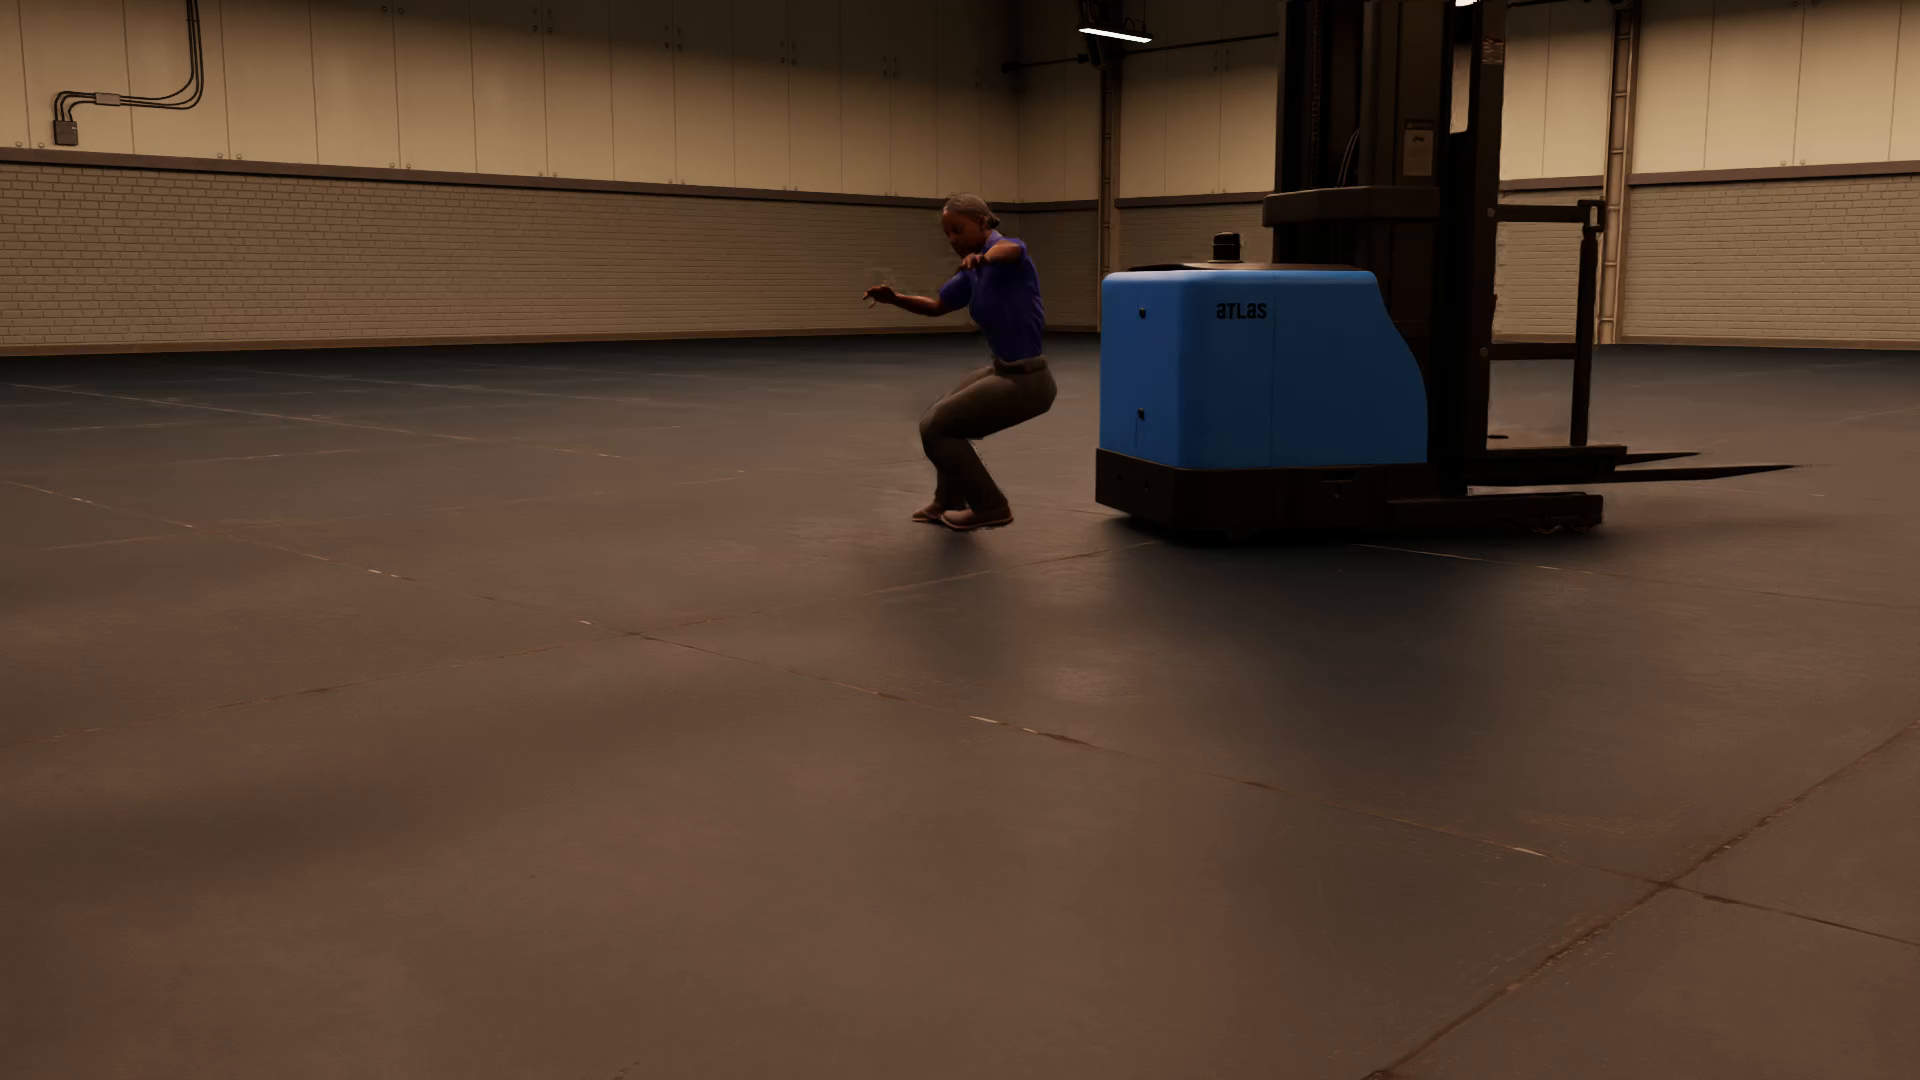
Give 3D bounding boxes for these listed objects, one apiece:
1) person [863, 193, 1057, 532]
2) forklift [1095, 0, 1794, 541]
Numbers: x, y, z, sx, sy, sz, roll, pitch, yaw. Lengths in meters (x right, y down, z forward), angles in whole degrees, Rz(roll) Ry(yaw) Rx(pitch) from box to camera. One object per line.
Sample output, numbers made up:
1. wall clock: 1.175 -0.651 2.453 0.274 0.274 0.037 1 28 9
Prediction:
1. person: 0.010 -0.653 6.494 0.756 1.378 1.518 -2 9 -10
2. forklift: 2.175 -1.545 7.133 3.031 2.935 1.130 -2 9 -16
